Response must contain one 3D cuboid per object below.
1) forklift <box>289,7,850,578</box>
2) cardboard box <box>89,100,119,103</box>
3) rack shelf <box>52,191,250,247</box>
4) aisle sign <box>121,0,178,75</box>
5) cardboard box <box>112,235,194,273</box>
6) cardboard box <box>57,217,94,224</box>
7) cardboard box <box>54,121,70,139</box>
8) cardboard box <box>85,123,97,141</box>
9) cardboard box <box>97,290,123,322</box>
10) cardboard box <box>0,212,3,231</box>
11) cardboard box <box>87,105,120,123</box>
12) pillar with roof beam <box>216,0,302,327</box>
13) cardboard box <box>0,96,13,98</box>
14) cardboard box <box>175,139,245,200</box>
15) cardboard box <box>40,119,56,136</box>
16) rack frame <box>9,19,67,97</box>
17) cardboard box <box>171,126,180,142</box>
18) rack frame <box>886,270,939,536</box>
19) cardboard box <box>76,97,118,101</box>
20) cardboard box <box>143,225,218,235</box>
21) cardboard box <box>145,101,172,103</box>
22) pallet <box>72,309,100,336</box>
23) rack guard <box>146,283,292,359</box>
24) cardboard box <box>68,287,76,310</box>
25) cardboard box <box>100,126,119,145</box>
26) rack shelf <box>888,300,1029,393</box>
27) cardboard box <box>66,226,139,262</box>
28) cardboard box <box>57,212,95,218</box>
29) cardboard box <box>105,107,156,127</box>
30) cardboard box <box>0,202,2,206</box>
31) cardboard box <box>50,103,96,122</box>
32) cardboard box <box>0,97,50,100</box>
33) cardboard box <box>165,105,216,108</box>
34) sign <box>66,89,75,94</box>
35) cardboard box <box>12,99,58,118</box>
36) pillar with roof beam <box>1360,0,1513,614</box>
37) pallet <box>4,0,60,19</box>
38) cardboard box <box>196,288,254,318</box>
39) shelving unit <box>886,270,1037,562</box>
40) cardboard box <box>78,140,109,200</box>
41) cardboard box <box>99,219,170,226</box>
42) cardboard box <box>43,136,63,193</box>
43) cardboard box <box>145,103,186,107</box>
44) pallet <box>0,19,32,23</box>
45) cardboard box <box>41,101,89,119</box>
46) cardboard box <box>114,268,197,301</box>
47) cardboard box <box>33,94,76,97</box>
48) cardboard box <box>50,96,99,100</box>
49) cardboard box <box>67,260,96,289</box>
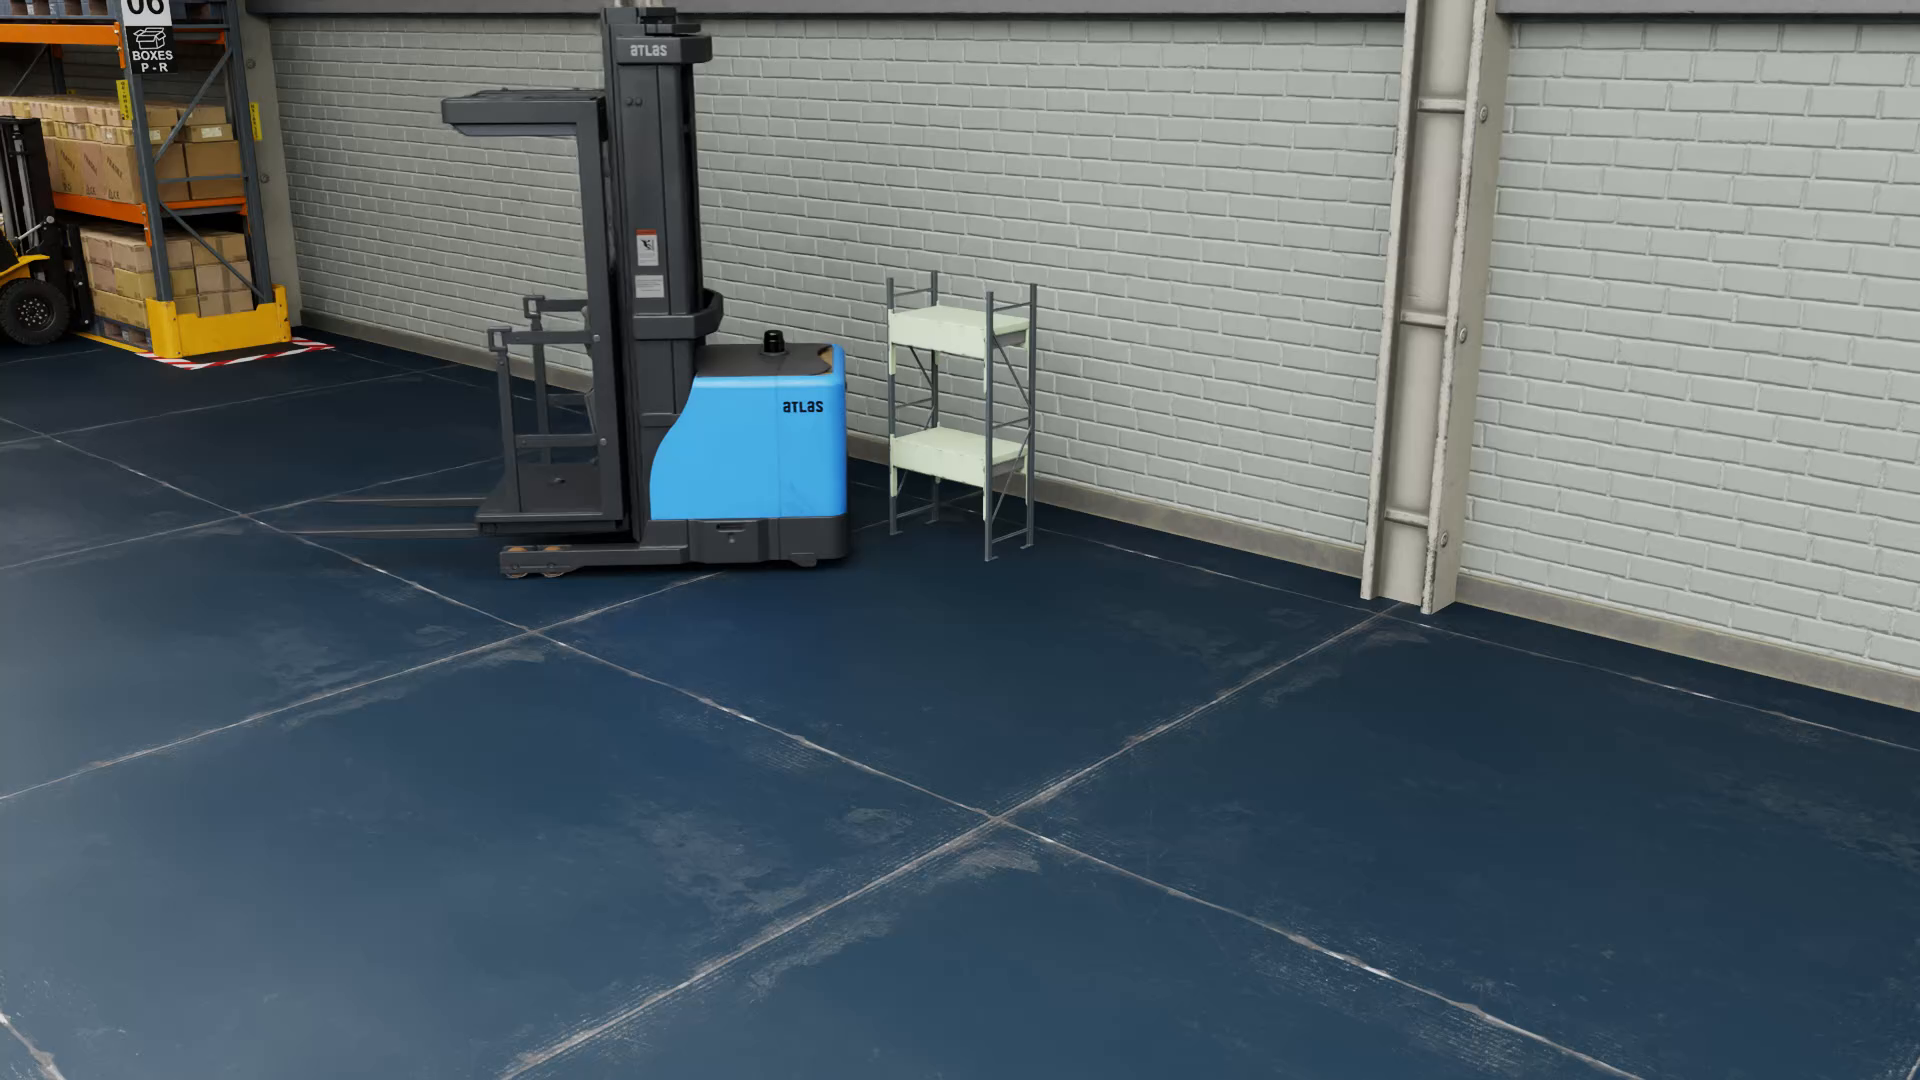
[{"bbox_3d":[-2.143,-1.355,9.036,3.031,2.935,1.130,-1,18,-4],"label":"forklift"},{"bbox_3d":[-8.166,-4.175,16.079,0.250,0.149,0.380,16,24,41],"label":"cardboard box"},{"bbox_3d":[-8.215,-3.250,16.083,4.000,0.370,1.077,15,23,39],"label":"rack shelf"},{"bbox_3d":[-6.865,-4.351,14.064,0.004,0.787,0.394,15,23,39],"label":"aisle sign"},{"bbox_3d":[-7.270,-2.579,14.979,0.500,0.250,0.500,16,24,41],"label":"cardboard box"},{"bbox_3d":[-8.801,-2.990,16.273,0.500,0.250,0.500,16,24,41],"label":"cardboard box"},{"bbox_3d":[-8.140,-3.806,15.409,0.250,0.149,0.380,15,23,40],"label":"cardboard box"},{"bbox_3d":[-7.706,-3.717,15.128,0.250,0.149,0.380,15,23,39],"label":"cardboard box"},{"bbox_3d":[-7.645,-2.206,15.454,0.500,0.250,0.500,15,23,39],"label":"cardboard box"},{"bbox_3d":[-9.557,-3.192,16.911,0.500,0.250,0.500,15,23,38],"label":"cardboard box"},{"bbox_3d":[-7.682,-3.870,15.117,0.250,0.149,0.380,15,23,40],"label":"cardboard box"},{"bbox_3d":[-9.499,-5.420,11.815,0.400,9.000,9.100,15,23,39],"label":"pillar with roof beam"},{"bbox_3d":[-9.669,-4.362,16.668,0.250,0.149,0.380,16,23,40],"label":"cardboard box"},{"bbox_3d":[-6.905,-3.401,15.205,0.500,0.500,0.500,16,24,41],"label":"cardboard box"},{"bbox_3d":[-8.503,-3.913,15.744,0.250,0.149,0.380,14,23,38],"label":"cardboard box"},{"bbox_3d":[-9.710,-3.994,17.239,0.127,3.000,1.000,15,23,39],"label":"rack frame"},{"bbox_3d":[-7.027,-3.710,15.106,0.250,0.149,0.380,15,23,39],"label":"cardboard box"},{"bbox_3d":[-0.269,-0.787,9.612,0.023,1.500,0.400,15,23,39],"label":"rack frame"},{"bbox_3d":[-8.495,-4.295,16.456,0.250,0.149,0.380,15,23,38],"label":"cardboard box"},{"bbox_3d":[-7.329,-2.796,15.662,0.500,0.250,0.500,15,23,39],"label":"cardboard box"},{"bbox_3d":[-7.728,-4.091,15.814,0.250,0.149,0.380,14,23,38],"label":"cardboard box"},{"bbox_3d":[-8.227,-2.251,16.356,1.213,0.211,1.003,15,23,39],"label":"pallet"},{"bbox_3d":[-6.701,-1.995,15.072,0.348,0.500,1.175,15,23,39],"label":"rack guard"},{"bbox_3d":[-8.417,-2.407,16.090,0.500,0.250,0.500,16,24,41],"label":"cardboard box"},{"bbox_3d":[-7.375,-3.599,14.755,0.250,0.149,0.380,16,23,40],"label":"cardboard box"},{"bbox_3d":[0.005,-1.085,9.263,0.720,0.370,0.431,15,23,39],"label":"rack shelf"},{"bbox_3d":[-8.040,-2.780,15.610,0.500,0.250,0.500,15,23,40],"label":"cardboard box"},{"bbox_3d":[-8.825,-3.207,16.957,0.500,0.250,0.500,15,23,38],"label":"cardboard box"},{"bbox_3d":[-7.332,-3.757,14.761,0.250,0.149,0.380,15,23,39],"label":"cardboard box"},{"bbox_3d":[-11.247,-3.473,18.828,0.625,0.625,0.875,14,22,37],"label":"cardboard box"},{"bbox_3d":[-8.148,-3.948,15.363,0.250,0.149,0.380,16,23,40],"label":"cardboard box"},{"bbox_3d":[-9.217,-4.281,16.412,0.250,0.149,0.380,14,23,38],"label":"cardboard box"},{"bbox_3d":[-6.985,-3.873,15.128,0.250,0.149,0.380,16,24,41],"label":"cardboard box"},{"bbox_3d":[-9.343,-4.571,17.493,0.005,0.325,0.100,15,23,39],"label":"sign"},{"bbox_3d":[-8.880,-4.160,16.031,0.250,0.149,0.380,15,23,38],"label":"cardboard box"},{"bbox_3d":[-0.523,-3.011,4.223,0.400,9.000,9.100,15,23,39],"label":"pillar with roof beam"},{"bbox_3d":[-8.147,-4.972,15.506,1.213,0.211,1.003,15,23,39],"label":"pallet"},{"bbox_3d":[-6.956,-2.224,15.511,0.500,0.250,0.500,15,23,39],"label":"cardboard box"},{"bbox_3d":[0.005,-0.714,9.381,0.755,1.500,0.431,15,23,39],"label":"shelving unit"},{"bbox_3d":[-7.643,-3.385,15.153,0.500,0.500,0.500,16,24,41],"label":"cardboard box"},{"bbox_3d":[-8.074,-3.004,16.315,0.500,0.250,0.500,14,23,38],"label":"cardboard box"},{"bbox_3d":[-8.410,-3.586,15.787,0.500,0.500,0.500,15,23,40],"label":"cardboard box"},{"bbox_3d":[-7.384,-3.969,15.429,0.250,0.149,0.380,15,23,40],"label":"cardboard box"},{"bbox_3d":[-10.379,-5.507,17.363,1.217,0.209,0.805,14,22,37],"label":"pallet"},{"bbox_3d":[-8.455,-4.075,15.764,0.250,0.149,0.380,15,23,39],"label":"cardboard box"},{"bbox_3d":[-7.290,-2.346,15.070,0.500,0.250,0.500,15,23,39],"label":"cardboard box"},{"bbox_3d":[-9.271,-4.497,17.094,0.250,0.149,0.380,15,23,39],"label":"cardboard box"},{"bbox_3d":[-8.904,-4.387,16.748,0.250,0.149,0.380,15,23,39],"label":"cardboard box"},{"bbox_3d":[-8.058,-2.548,15.707,0.500,0.250,0.500,14,23,38],"label":"cardboard box"}]
